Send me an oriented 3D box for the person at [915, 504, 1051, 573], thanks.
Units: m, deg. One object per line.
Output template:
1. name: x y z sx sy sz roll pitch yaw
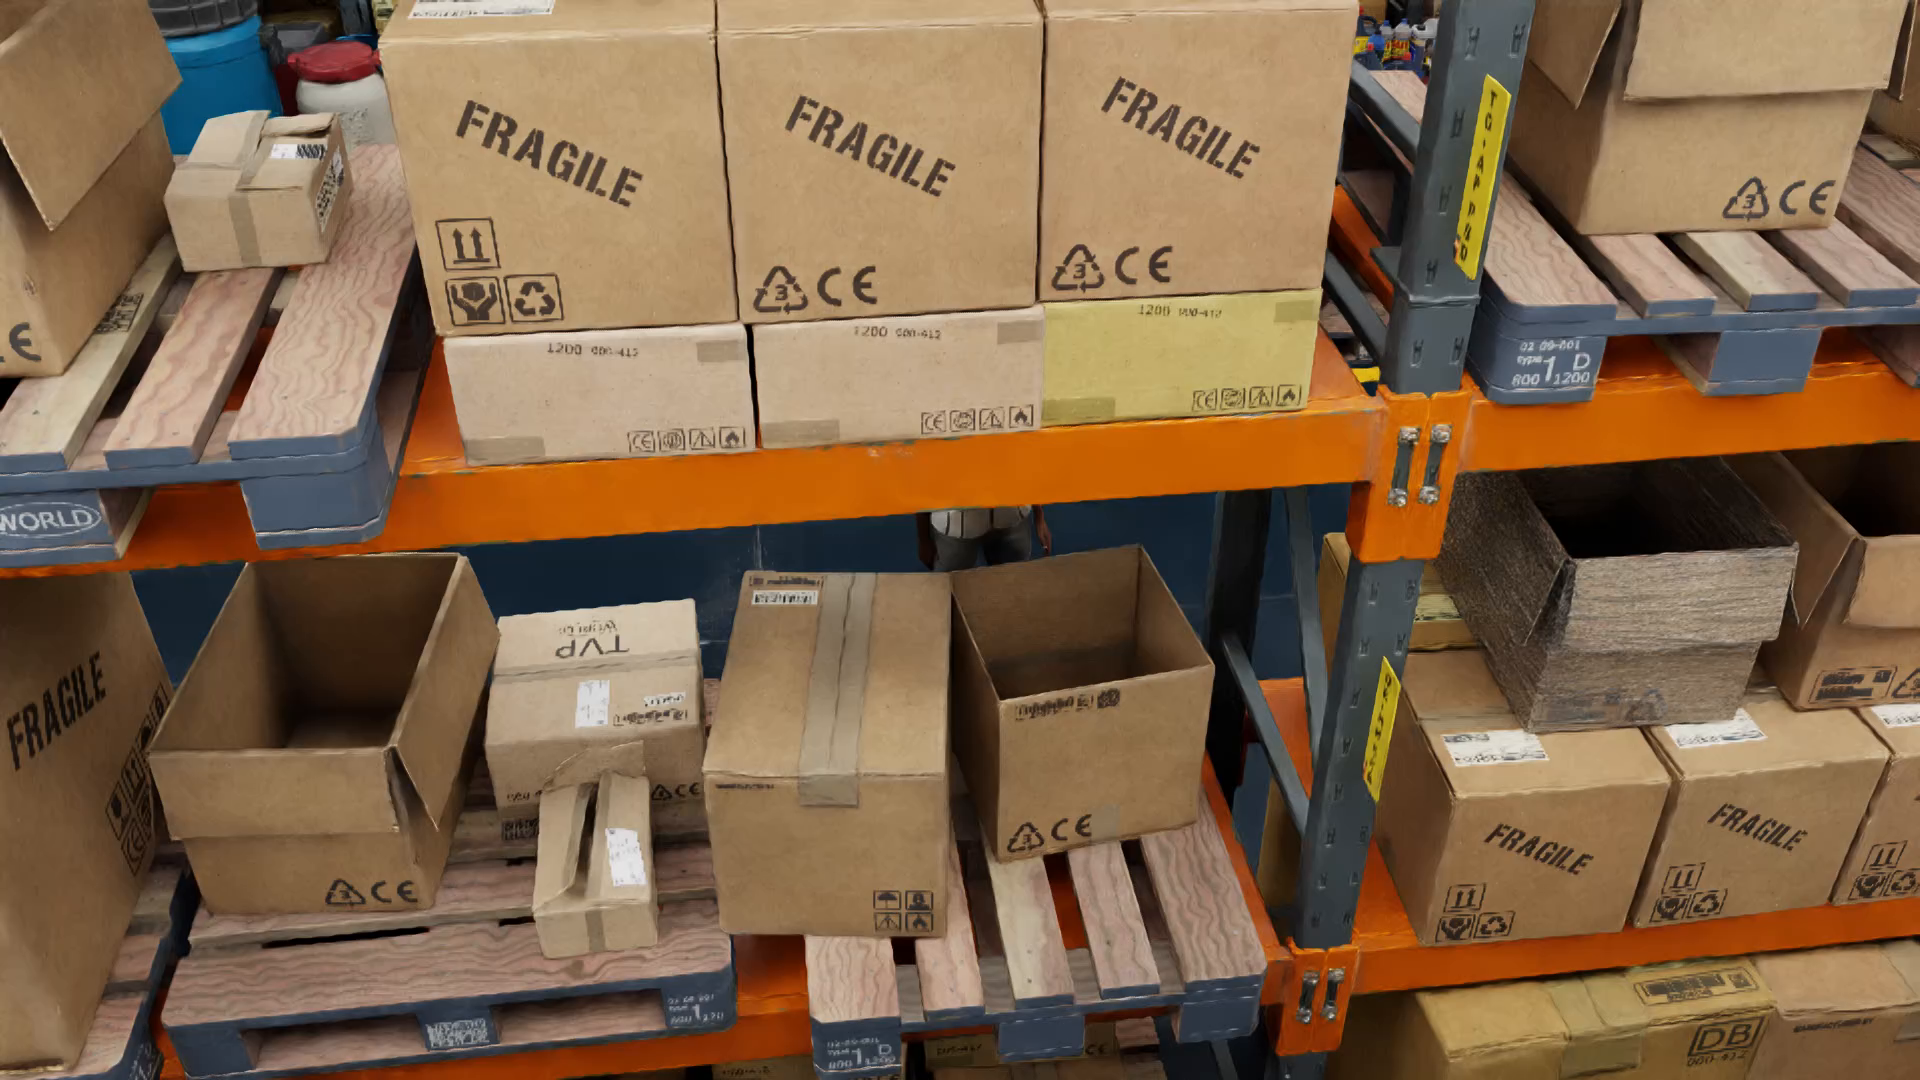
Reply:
1. person: 0.074 -0.053 6.176 0.501 1.677 0.359 -11 37 -16
